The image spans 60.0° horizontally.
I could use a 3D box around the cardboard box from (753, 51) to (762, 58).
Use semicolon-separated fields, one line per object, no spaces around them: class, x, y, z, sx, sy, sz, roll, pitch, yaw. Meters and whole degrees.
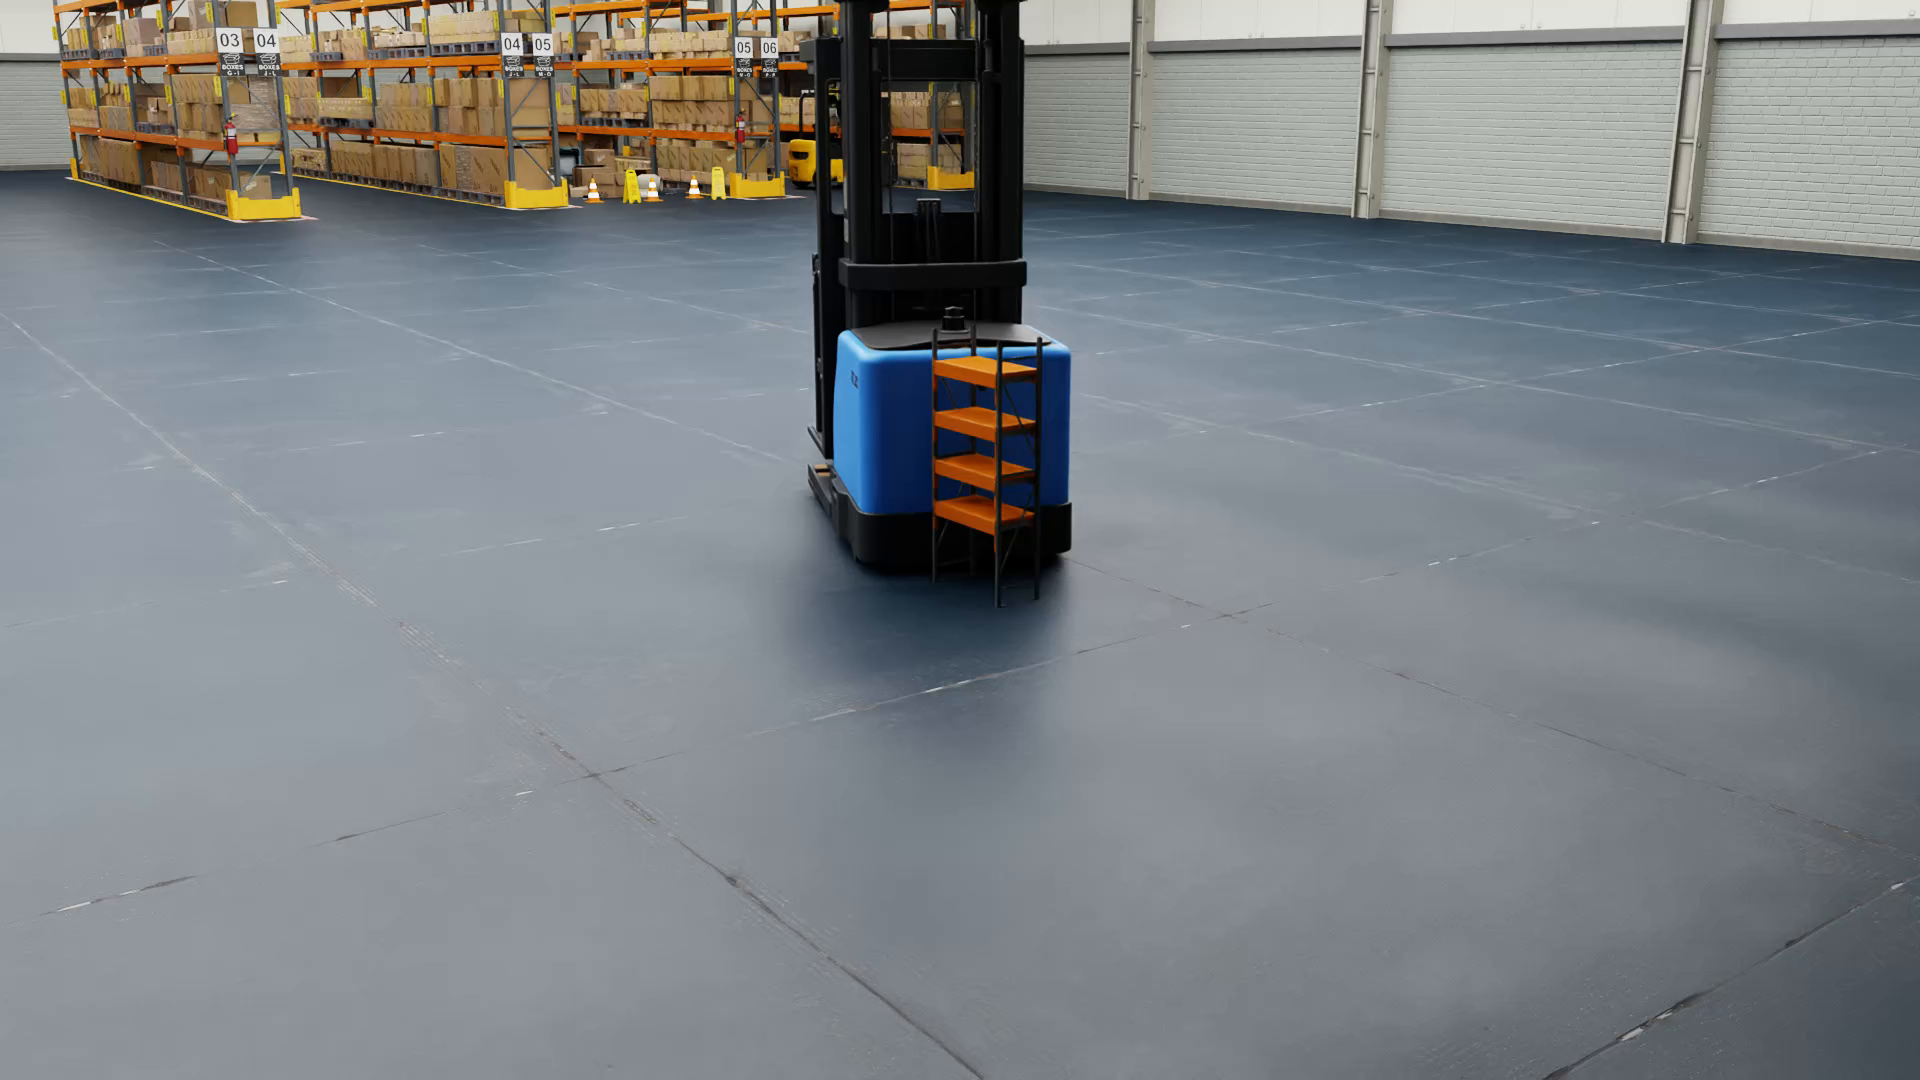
cardboard box;-4.143;-10.108;34.619;0.380;0.149;0.250;-11;19;-34

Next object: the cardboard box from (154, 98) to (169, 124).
cardboard box;-15.672;-8.585;33.271;0.797;0.503;0.637;-9;18;-29

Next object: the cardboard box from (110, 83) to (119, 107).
cardboard box;-18.506;-9.934;37.100;0.797;0.503;0.637;-11;19;-34

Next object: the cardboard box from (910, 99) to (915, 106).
cardboard box;-0.905;-9.939;37.790;0.380;0.149;0.250;-10;18;-34

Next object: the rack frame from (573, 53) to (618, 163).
rack frame;-8.914;-10.370;40.781;1.000;3.000;0.127;-11;19;-35

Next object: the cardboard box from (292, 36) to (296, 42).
cardboard box;-16.563;-12.589;41.790;0.380;0.149;0.250;-11;19;-35

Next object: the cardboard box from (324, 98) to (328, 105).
cardboard box;-15.034;-10.533;39.931;0.380;0.149;0.250;-11;19;-34

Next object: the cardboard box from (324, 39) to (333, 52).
cardboard box;-14.863;-11.820;39.770;0.500;0.311;0.500;-11;19;-35

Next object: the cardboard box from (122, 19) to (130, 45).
cardboard box;-16.862;-10.427;34.173;0.500;0.500;0.500;-11;19;-34

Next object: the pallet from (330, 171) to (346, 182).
pallet;-14.752;-8.923;40.777;1.003;0.211;1.213;-11;19;-35

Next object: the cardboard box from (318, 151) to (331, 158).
cardboard box;-15.813;-9.632;41.565;0.380;0.149;0.250;-11;19;-34

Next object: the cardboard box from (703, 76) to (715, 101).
cardboard box;-4.979;-9.520;35.029;0.700;0.500;0.500;-11;19;-34

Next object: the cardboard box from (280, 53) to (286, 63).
cardboard box;-17.199;-12.414;42.852;0.500;0.250;0.500;-10;18;-33

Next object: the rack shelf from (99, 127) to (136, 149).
rack shelf;-18.106;-8.911;36.816;1.077;0.370;4.000;-11;19;-35

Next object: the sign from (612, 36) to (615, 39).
sign;-8.474;-12.149;40.623;0.100;0.325;0.005;-11;19;-35

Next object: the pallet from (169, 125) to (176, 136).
pallet;-14.910;-8.070;32.744;1.003;0.211;1.213;-11;19;-35

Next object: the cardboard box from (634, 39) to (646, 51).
cardboard box;-7.023;-11.195;37.602;0.500;0.250;0.500;-11;19;-36

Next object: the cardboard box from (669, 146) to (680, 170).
cardboard box;-6.110;-8.473;36.844;0.500;0.500;0.500;-10;18;-32

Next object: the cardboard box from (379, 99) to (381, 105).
cardboard box;-13.275;-10.187;38.666;0.380;0.149;0.250;-11;19;-35

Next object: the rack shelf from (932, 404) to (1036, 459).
rack shelf;0.117;-0.493;7.513;0.258;0.148;0.480;-11;19;-34

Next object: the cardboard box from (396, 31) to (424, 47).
cardboard box;-11.716;-10.720;35.564;0.500;0.311;0.500;-12;19;-37

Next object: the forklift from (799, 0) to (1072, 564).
forklift;-0.259;-1.646;9.036;1.130;2.935;3.031;-3;16;-11

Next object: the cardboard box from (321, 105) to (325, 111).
cardboard box;-15.197;-10.448;40.185;0.380;0.149;0.250;-11;19;-36

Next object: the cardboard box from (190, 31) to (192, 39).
cardboard box;-13.660;-9.104;30.005;0.380;0.149;0.250;-10;18;-33

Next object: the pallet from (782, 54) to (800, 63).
pallet;-3.770;-12.127;41.878;1.003;0.211;1.213;-10;18;-32

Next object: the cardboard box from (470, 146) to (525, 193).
cardboard box;-9.126;-7.371;33.055;0.875;0.875;0.875;-11;19;-35

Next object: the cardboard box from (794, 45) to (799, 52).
cardboard box;-3.895;-12.215;41.334;0.380;0.149;0.250;-11;19;-35

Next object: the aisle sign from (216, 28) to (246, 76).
aisle sign;-12.433;-8.317;28.358;0.394;0.787;0.004;-11;19;-35

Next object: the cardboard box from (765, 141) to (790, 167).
cardboard box;-4.546;-10.063;43.362;0.875;0.625;0.625;-10;18;-33

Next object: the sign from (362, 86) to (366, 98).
sign;-14.764;-11.079;41.180;0.100;0.325;0.005;-11;19;-35

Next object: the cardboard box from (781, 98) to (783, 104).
cardboard box;-4.459;-11.227;42.494;0.380;0.149;0.250;-11;19;-34

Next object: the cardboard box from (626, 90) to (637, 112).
cardboard box;-7.312;-10.078;38.169;0.500;0.500;0.500;-11;19;-34

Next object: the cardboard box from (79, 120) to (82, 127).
cardboard box;-20.934;-10.017;39.970;0.380;0.149;0.250;-11;19;-35

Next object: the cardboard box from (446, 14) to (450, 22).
cardboard box;-9.967;-10.339;32.966;0.380;0.149;0.250;-11;19;-34

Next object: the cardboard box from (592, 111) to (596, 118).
cardboard box;-8.611;-10.221;39.920;0.380;0.149;0.250;-12;20;-38

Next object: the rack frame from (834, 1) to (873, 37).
rack frame;-2.550;-13.180;39.686;1.000;3.000;0.127;-11;19;-35

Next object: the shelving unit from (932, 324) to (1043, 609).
shelving unit;0.117;-0.342;7.555;0.258;1.200;0.503;-11;19;-34

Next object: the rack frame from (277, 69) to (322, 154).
rack frame;-17.563;-11.288;44.136;1.000;3.000;0.127;-11;19;-35

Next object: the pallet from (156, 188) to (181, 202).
pallet;-15.759;-7.059;33.967;1.003;0.211;1.213;-11;19;-35

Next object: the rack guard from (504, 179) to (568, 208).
rack guard;-8.141;-6.661;31.965;1.175;0.500;0.348;-11;19;-35

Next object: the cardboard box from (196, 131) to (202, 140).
cardboard box;-13.803;-7.445;30.572;0.380;0.149;0.250;-11;19;-35

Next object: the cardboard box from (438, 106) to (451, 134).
cardboard box;-10.280;-8.721;34.473;0.875;0.550;0.550;-11;19;-35

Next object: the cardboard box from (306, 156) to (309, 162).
cardboard box;-16.643;-9.836;42.874;0.380;0.149;0.250;-10;18;-32

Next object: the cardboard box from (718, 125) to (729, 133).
cardboard box;-4.842;-8.624;34.878;0.380;0.149;0.250;-11;19;-35

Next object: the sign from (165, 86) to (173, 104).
sign;-15.025;-8.449;31.570;0.100;0.325;0.005;-11;19;-35

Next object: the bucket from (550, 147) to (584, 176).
bucket;-8.562;-8.209;36.207;0.726;0.611;0.620;-4;6;-15

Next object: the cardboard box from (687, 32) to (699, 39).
cardboard box;-5.577;-10.720;35.345;0.380;0.149;0.250;-10;18;-33

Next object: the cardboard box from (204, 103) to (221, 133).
cardboard box;-12.919;-7.525;29.634;0.875;0.500;0.500;-11;19;-35

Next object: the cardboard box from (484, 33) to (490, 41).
cardboard box;-8.772;-9.520;31.486;0.380;0.149;0.250;-11;19;-34

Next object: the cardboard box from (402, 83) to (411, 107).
cardboard box;-11.700;-9.687;36.202;0.700;0.500;0.500;-11;19;-35

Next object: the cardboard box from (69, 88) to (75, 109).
cardboard box;-21.276;-10.721;40.366;0.500;0.500;0.500;-11;19;-36
